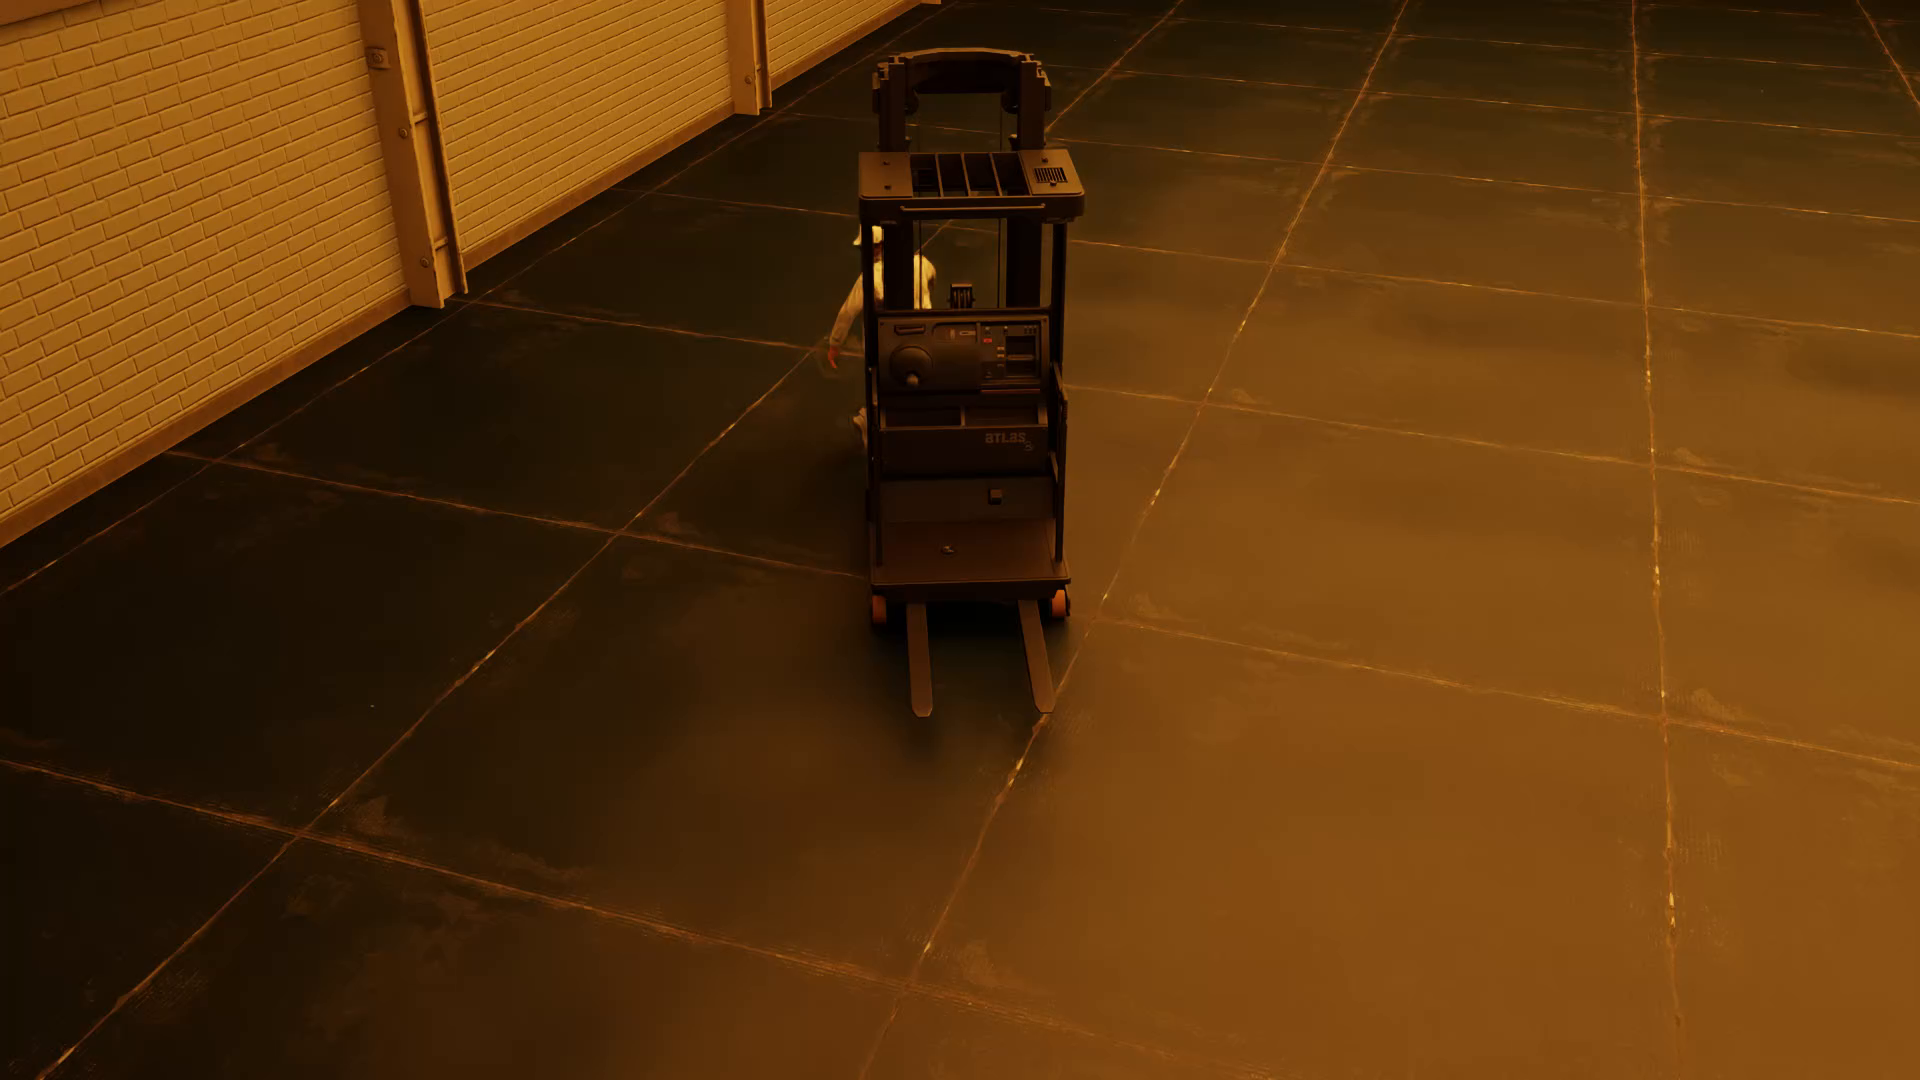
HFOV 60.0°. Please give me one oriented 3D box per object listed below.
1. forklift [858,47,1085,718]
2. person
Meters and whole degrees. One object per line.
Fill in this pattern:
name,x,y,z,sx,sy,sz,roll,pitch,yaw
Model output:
forklift,0.035,-0.972,8.842,1.130,2.935,3.031,-2,30,-3
person,-0.486,-1.363,10.979,0.632,1.547,0.880,12,32,21
